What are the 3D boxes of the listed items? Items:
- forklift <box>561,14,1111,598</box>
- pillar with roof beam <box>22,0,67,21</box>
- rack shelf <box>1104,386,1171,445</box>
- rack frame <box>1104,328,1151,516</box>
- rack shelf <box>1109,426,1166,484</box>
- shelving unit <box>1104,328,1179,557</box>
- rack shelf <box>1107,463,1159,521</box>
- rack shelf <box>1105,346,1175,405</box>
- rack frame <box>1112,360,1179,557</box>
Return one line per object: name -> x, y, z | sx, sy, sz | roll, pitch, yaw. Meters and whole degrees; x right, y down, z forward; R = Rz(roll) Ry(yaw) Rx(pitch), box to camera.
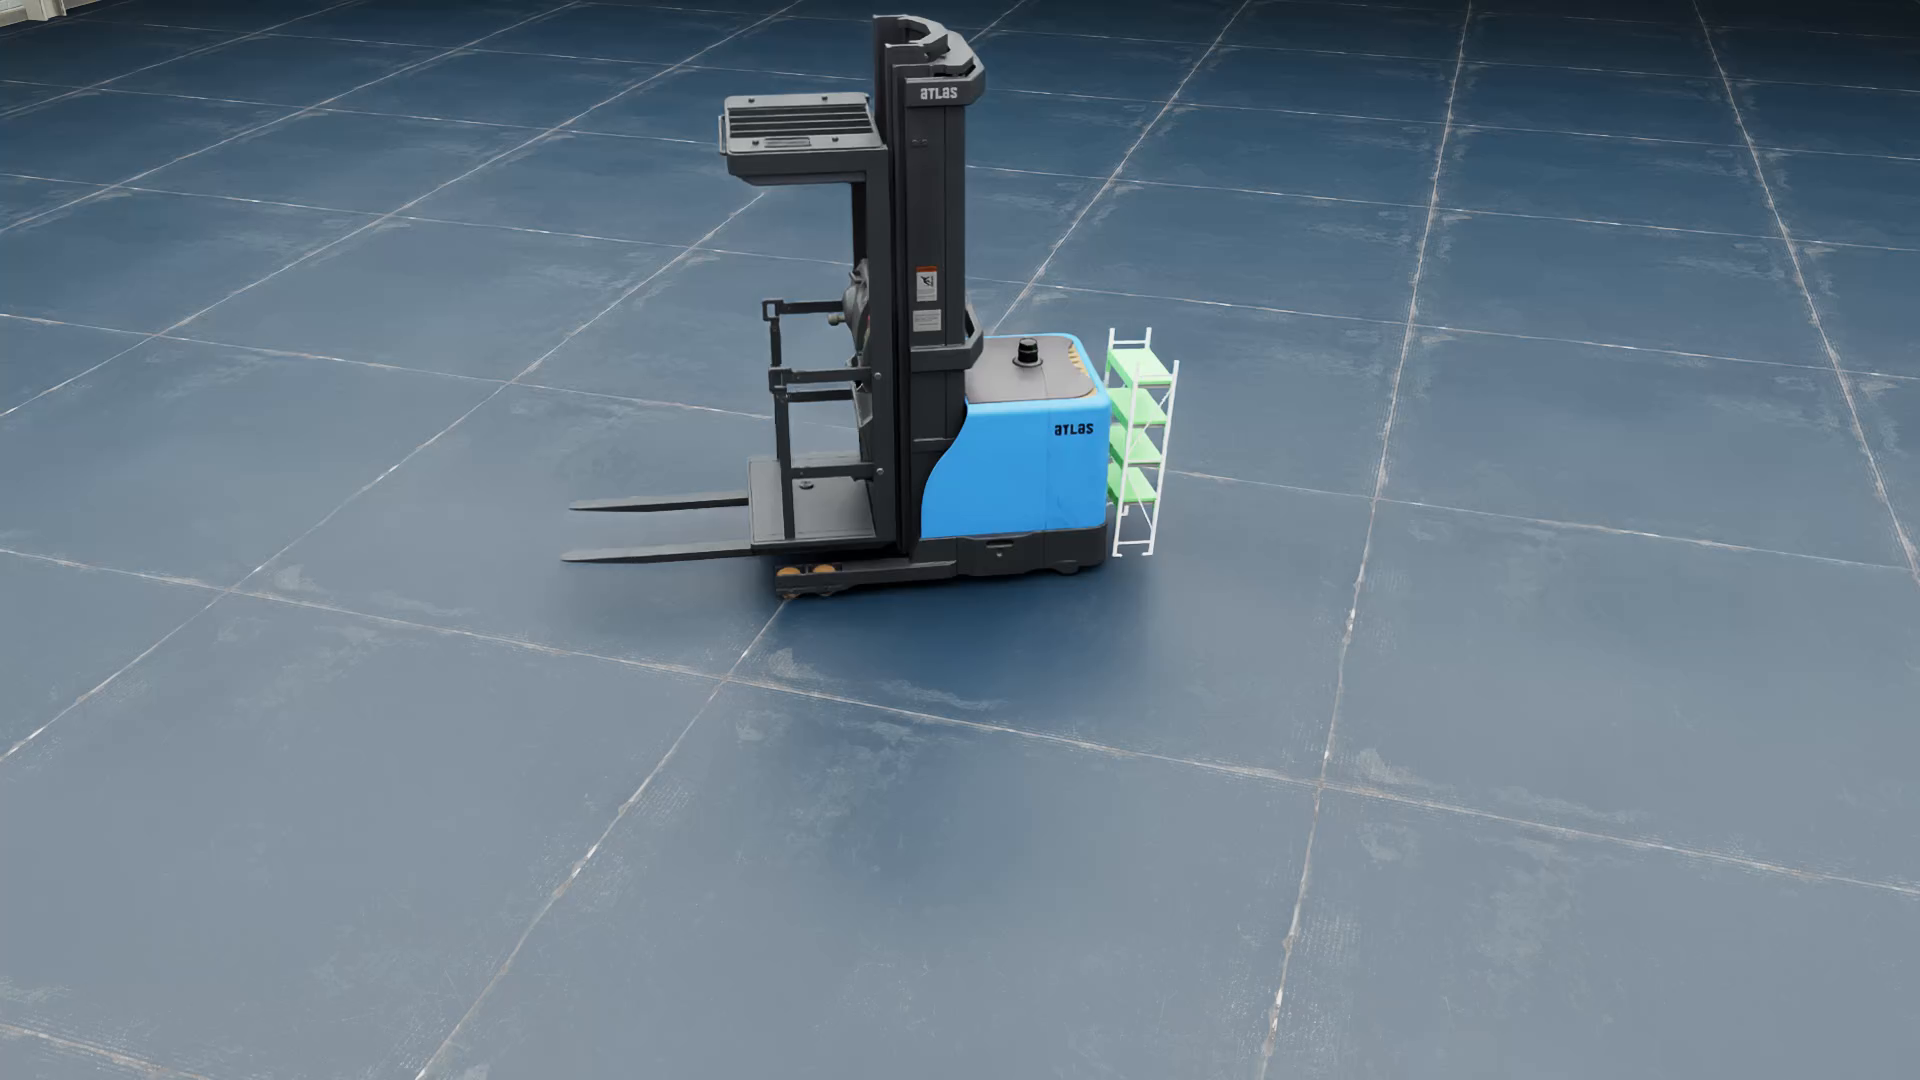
forklift -> -0.728, -1.235, 8.955 | 3.031, 2.935, 1.130 | -4, 29, -7
pillar with roof beam -> -8.200, -10.369, 19.134 | 9.100, 9.000, 0.400 | 8, 30, 15
rack shelf -> 0.991, -0.711, 9.416 | 0.258, 0.148, 0.480 | -3, 29, -12
rack frame -> 0.929, -0.673, 9.708 | 0.240, 1.200, 0.015 | -3, 29, -12
rack shelf -> 0.976, -0.500, 9.529 | 0.258, 0.148, 0.480 | -3, 29, -12
shelving unit -> 0.980, -0.557, 9.499 | 0.258, 1.200, 0.503 | -3, 29, -12
rack shelf -> 0.960, -0.290, 9.643 | 0.258, 0.148, 0.480 | -3, 29, -12
rack shelf -> 1.007, -0.922, 9.302 | 0.258, 0.148, 0.480 | -3, 29, -12
rack frame -> 1.031, -0.440, 9.291 | 0.240, 1.200, 0.015 | -3, 29, -12
